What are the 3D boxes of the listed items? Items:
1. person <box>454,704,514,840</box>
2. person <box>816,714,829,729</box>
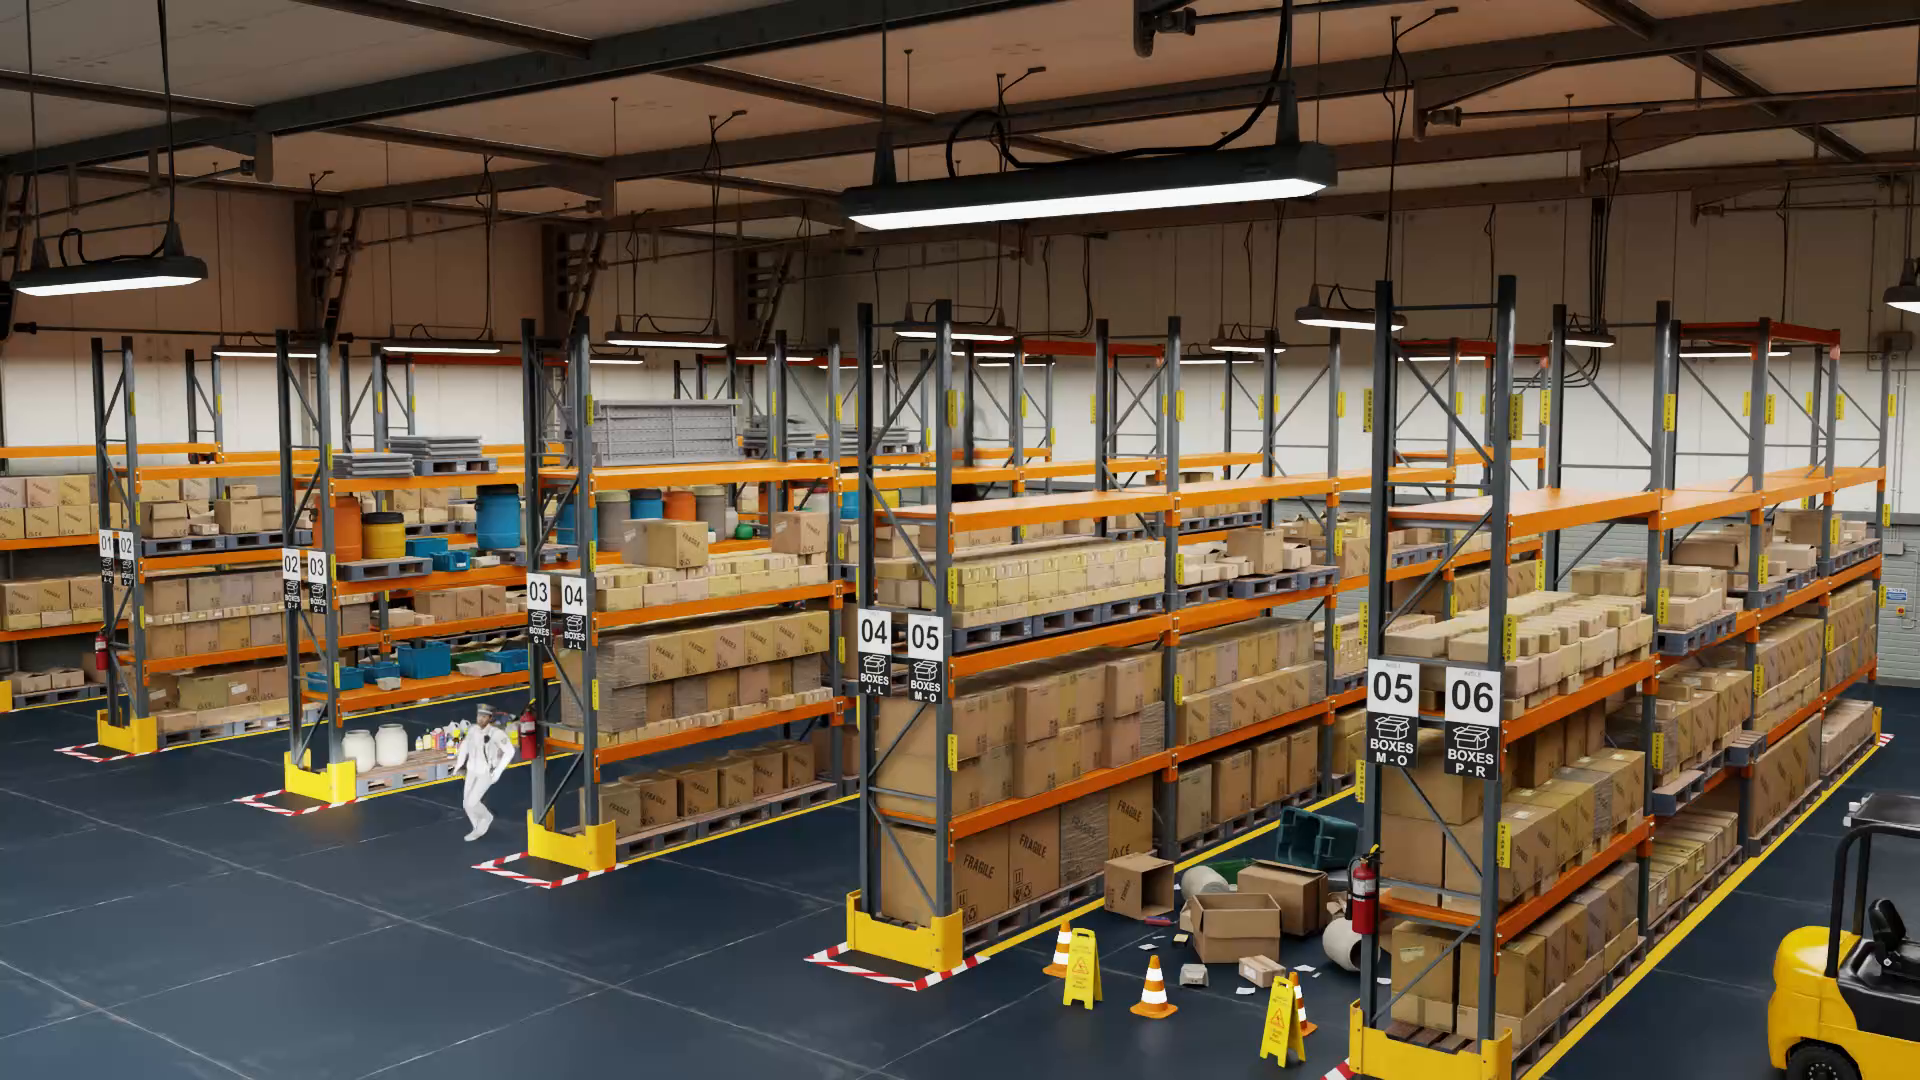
[{"bbox_3d":[-5.530,2.690,19.173,0.672,1.644,0.507,2,6,25],"label":"person"},{"bbox_3d":[-2.155,2.196,25.214,0.526,1.562,0.531,2,5,22],"label":"person"}]
